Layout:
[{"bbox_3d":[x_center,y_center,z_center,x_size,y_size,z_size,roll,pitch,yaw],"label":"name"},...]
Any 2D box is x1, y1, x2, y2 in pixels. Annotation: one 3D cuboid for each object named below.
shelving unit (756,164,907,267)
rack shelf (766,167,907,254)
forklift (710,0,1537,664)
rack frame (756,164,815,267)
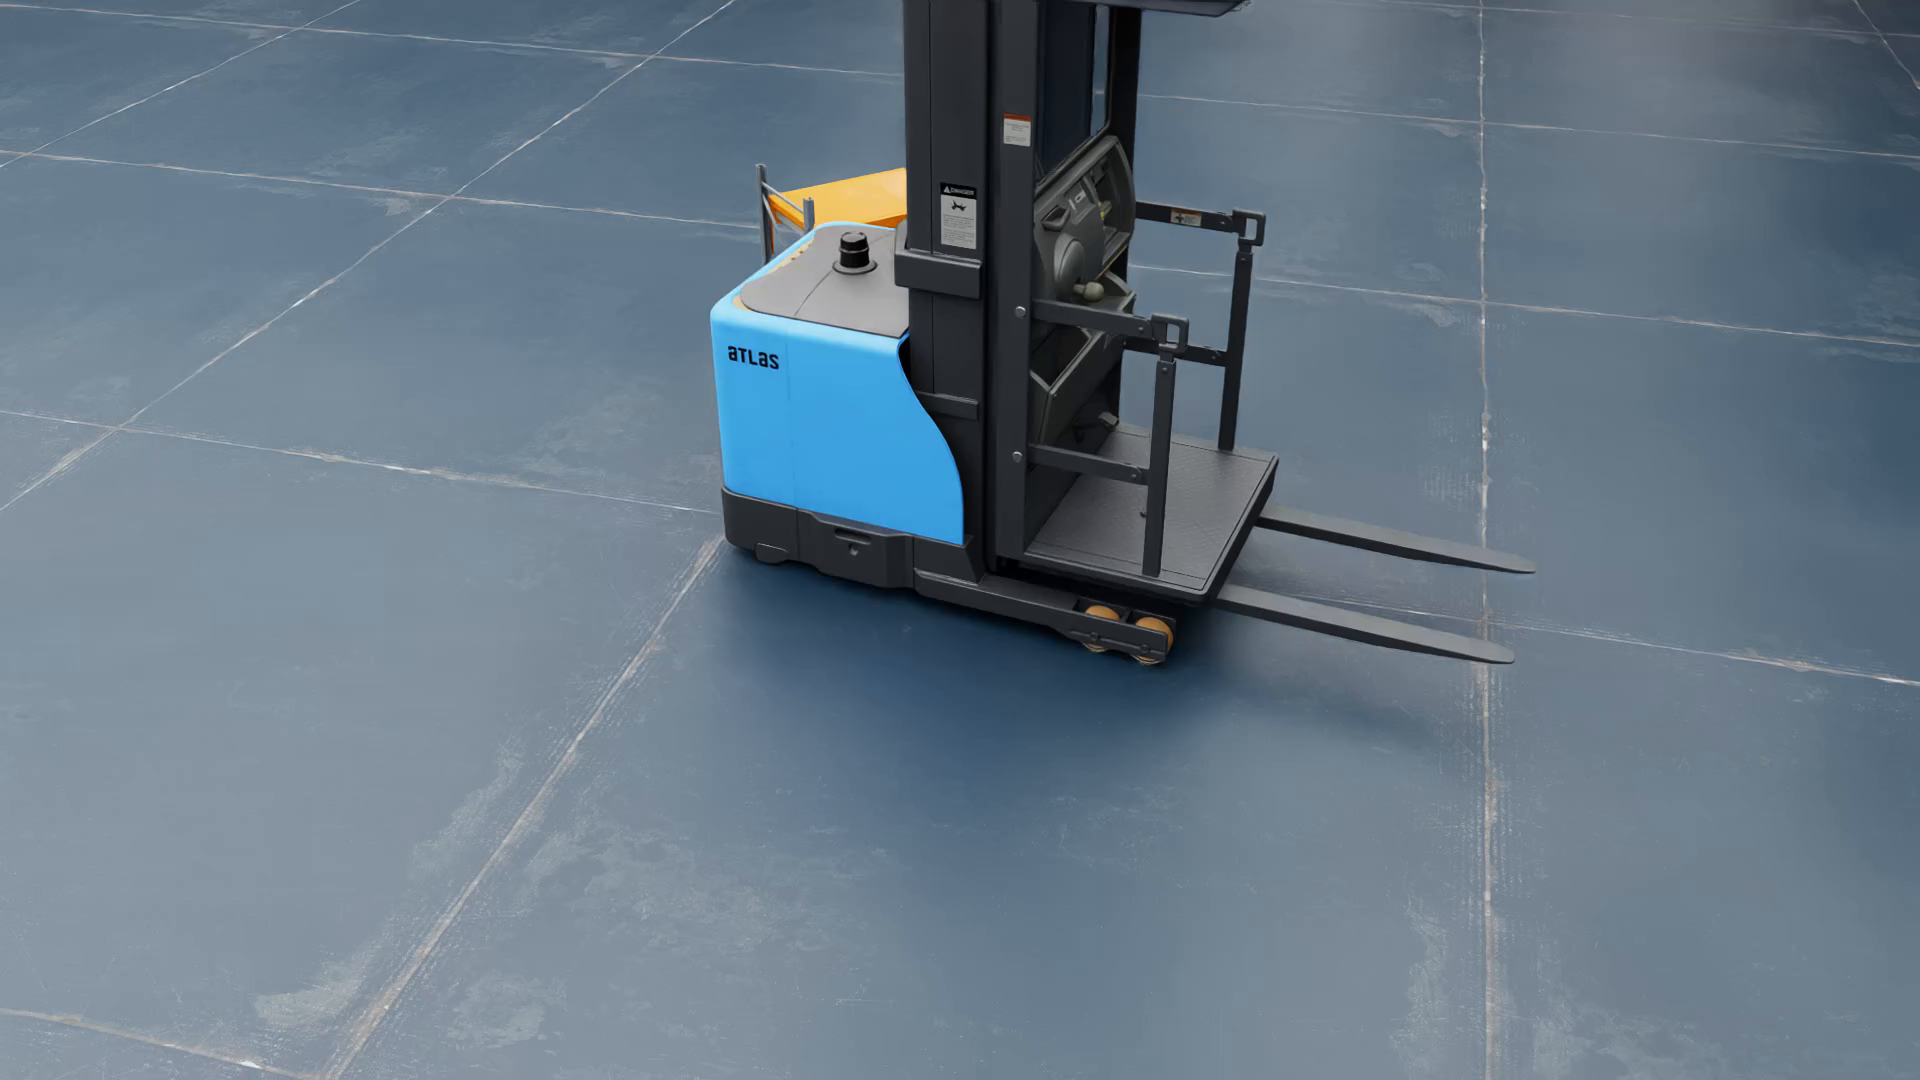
[{"bbox_3d":[-0.311,-1.184,7.563,1.048,1.125,0.538,-18,37,-26],"label":"shelving unit"},{"bbox_3d":[-0.311,-1.431,7.406,1.000,0.278,0.538,-18,37,-26],"label":"rack shelf"},{"bbox_3d":[0.626,-1.111,5.766,3.031,2.935,1.130,13,35,19],"label":"forklift"},{"bbox_3d":[-0.745,-1.042,7.341,0.032,1.125,0.500,-18,37,-26],"label":"rack frame"}]
